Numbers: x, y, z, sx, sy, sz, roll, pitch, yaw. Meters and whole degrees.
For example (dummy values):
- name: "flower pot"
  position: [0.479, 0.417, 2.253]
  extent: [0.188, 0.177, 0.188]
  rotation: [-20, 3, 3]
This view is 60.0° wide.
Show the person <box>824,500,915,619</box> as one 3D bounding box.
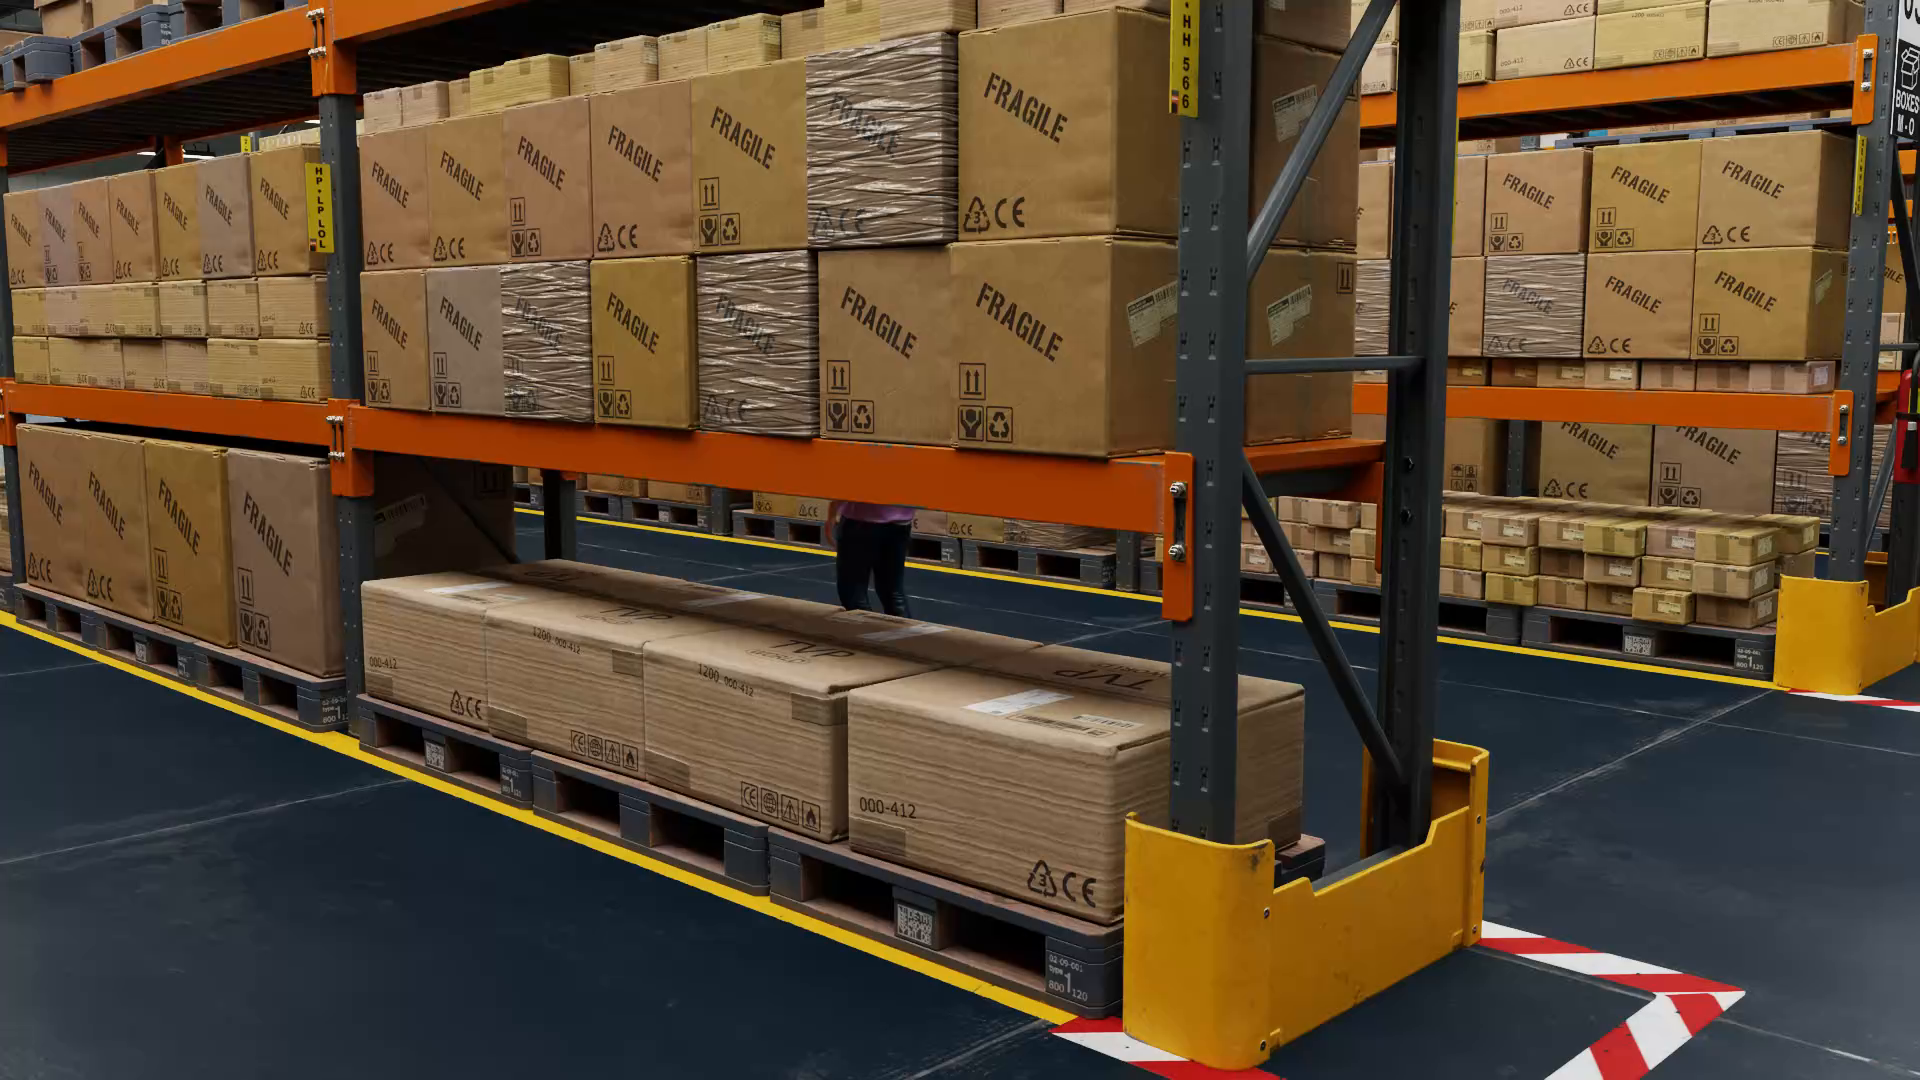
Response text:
- name: "person"
  position: [-0.373, -0.099, 7.087]
  extent: [0.341, 1.594, 0.482]
  rotation: [6, 10, 41]
